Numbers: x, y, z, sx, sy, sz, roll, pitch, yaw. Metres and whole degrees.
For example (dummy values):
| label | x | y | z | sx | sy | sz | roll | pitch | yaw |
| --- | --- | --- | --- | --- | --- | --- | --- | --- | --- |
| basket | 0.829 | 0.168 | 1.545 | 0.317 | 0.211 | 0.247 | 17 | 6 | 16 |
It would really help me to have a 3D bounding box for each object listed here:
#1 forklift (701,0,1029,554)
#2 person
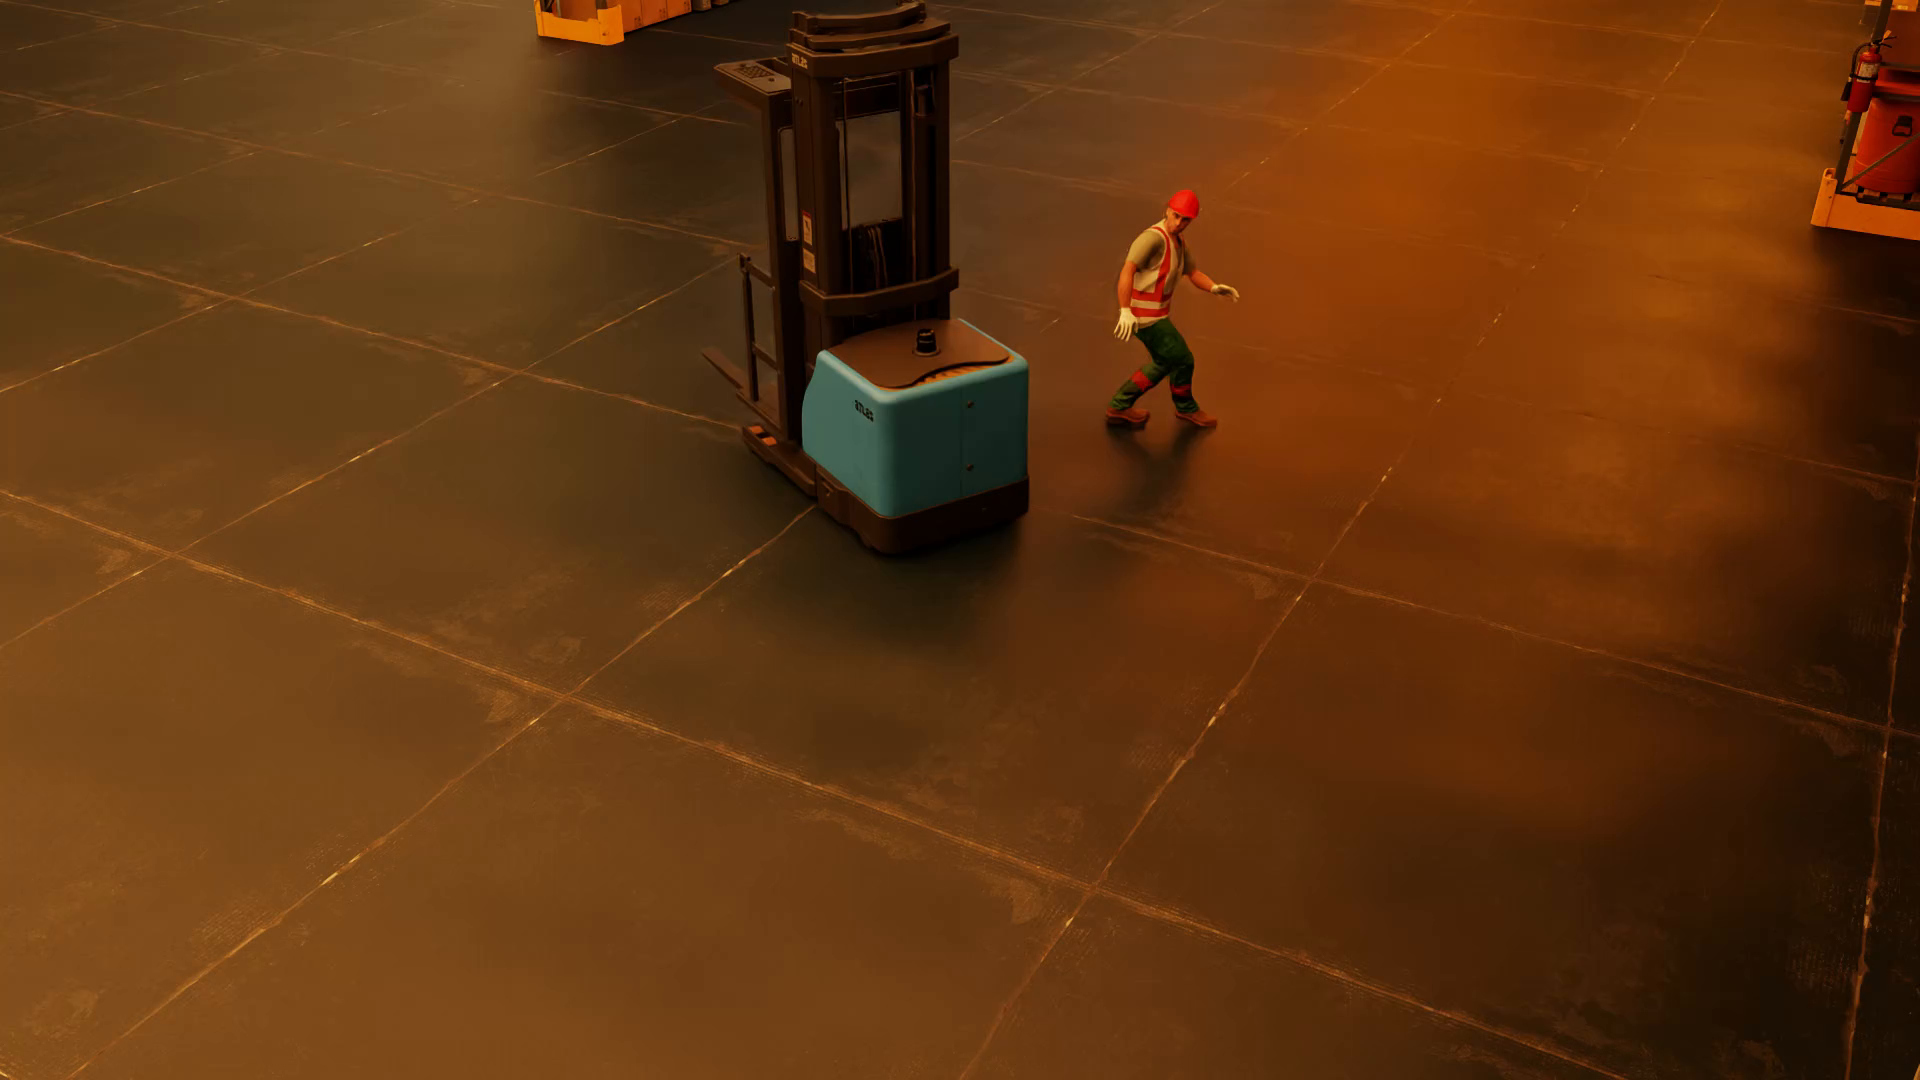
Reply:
| label | x | y | z | sx | sy | sz | roll | pitch | yaw |
| --- | --- | --- | --- | --- | --- | --- | --- | --- | --- |
| forklift | -0.781 | -1.888 | 10.341 | 1.130 | 2.935 | 3.031 | -17 | 34 | -27 |
| person | 1.397 | -1.450 | 10.897 | 0.832 | 1.650 | 0.821 | 6 | 31 | 10 |
